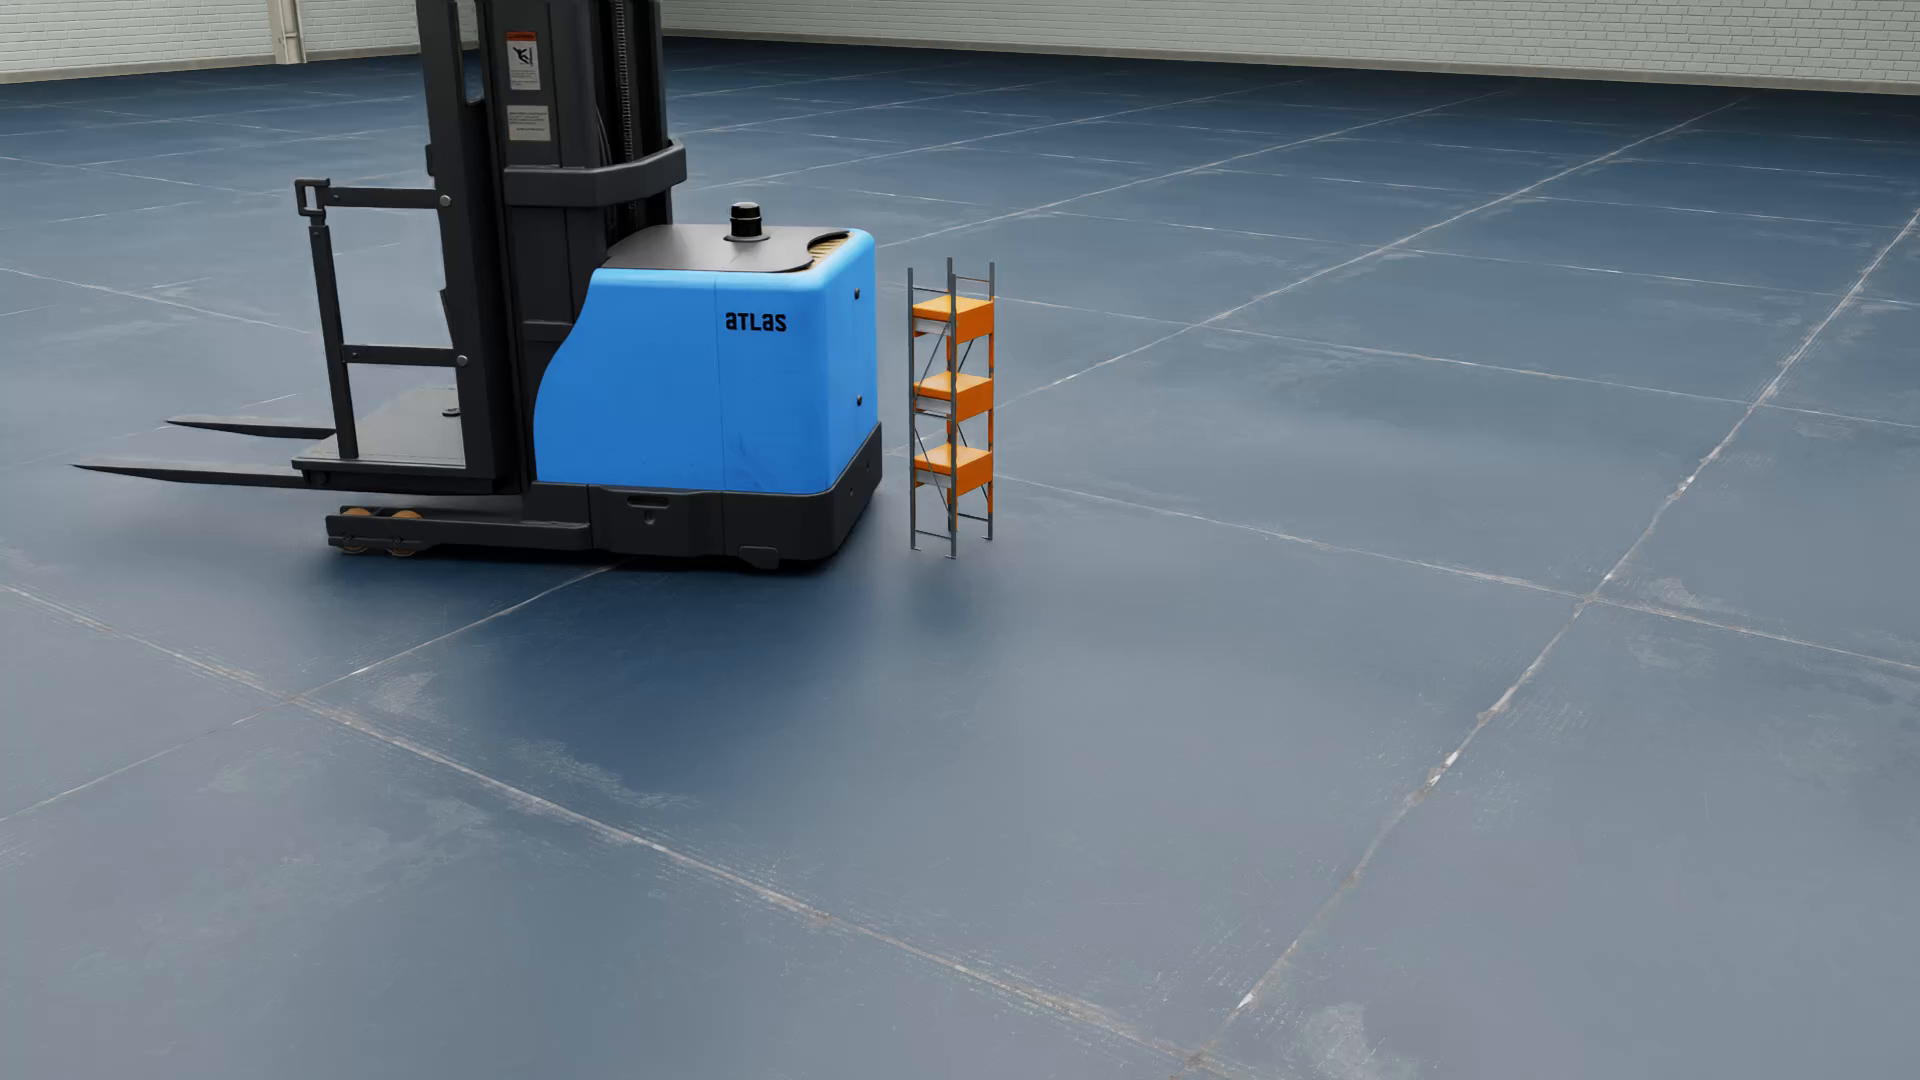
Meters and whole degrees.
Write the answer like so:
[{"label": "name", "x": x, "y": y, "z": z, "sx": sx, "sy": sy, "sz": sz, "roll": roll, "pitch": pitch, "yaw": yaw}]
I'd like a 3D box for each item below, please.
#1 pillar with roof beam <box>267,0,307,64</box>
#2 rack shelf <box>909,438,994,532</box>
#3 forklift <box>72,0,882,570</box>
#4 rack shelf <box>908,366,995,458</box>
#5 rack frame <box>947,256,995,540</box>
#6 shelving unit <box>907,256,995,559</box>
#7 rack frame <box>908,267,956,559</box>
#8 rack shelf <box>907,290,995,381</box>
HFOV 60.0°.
[{"label": "pillar with roof beam", "x": -7.641, "y": -11.363, "z": 24.013, "sx": 9.100, "sy": 9.000, "sz": 0.400, "roll": 13, "pitch": 24, "yaw": 32}, {"label": "rack shelf", "x": -0.030, "y": -0.206, "z": 6.141, "sx": 0.215, "sy": 0.259, "sz": 0.240, "roll": 13, "pitch": 24, "yaw": 32}, {"label": "forklift", "x": -1.877, "y": -1.490, "z": 6.068, "sx": 3.031, "sy": 2.935, "sz": 1.130, "roll": 3, "pitch": 21, "yaw": 8}, {"label": "rack shelf", "x": -0.030, "y": -0.467, "z": 6.045, "sx": 0.215, "sy": 0.259, "sz": 0.240, "roll": 13, "pitch": 24, "yaw": 32}, {"label": "rack frame", "x": 0.038, "y": -0.512, "z": 6.136, "sx": 0.200, "sy": 1.050, "sz": 0.008, "roll": 13, "pitch": 24, "yaw": 32}, {"label": "shelving unit", "x": -0.030, "y": -0.477, "z": 6.041, "sx": 0.215, "sy": 1.050, "sz": 0.252, "roll": 13, "pitch": 24, "yaw": 32}, {"label": "rack frame", "x": -0.099, "y": -0.442, "z": 5.947, "sx": 0.200, "sy": 1.050, "sz": 0.008, "roll": 13, "pitch": 24, "yaw": 32}, {"label": "rack shelf", "x": -0.030, "y": -0.733, "z": 5.947, "sx": 0.215, "sy": 0.259, "sz": 0.240, "roll": 13, "pitch": 24, "yaw": 32}]
